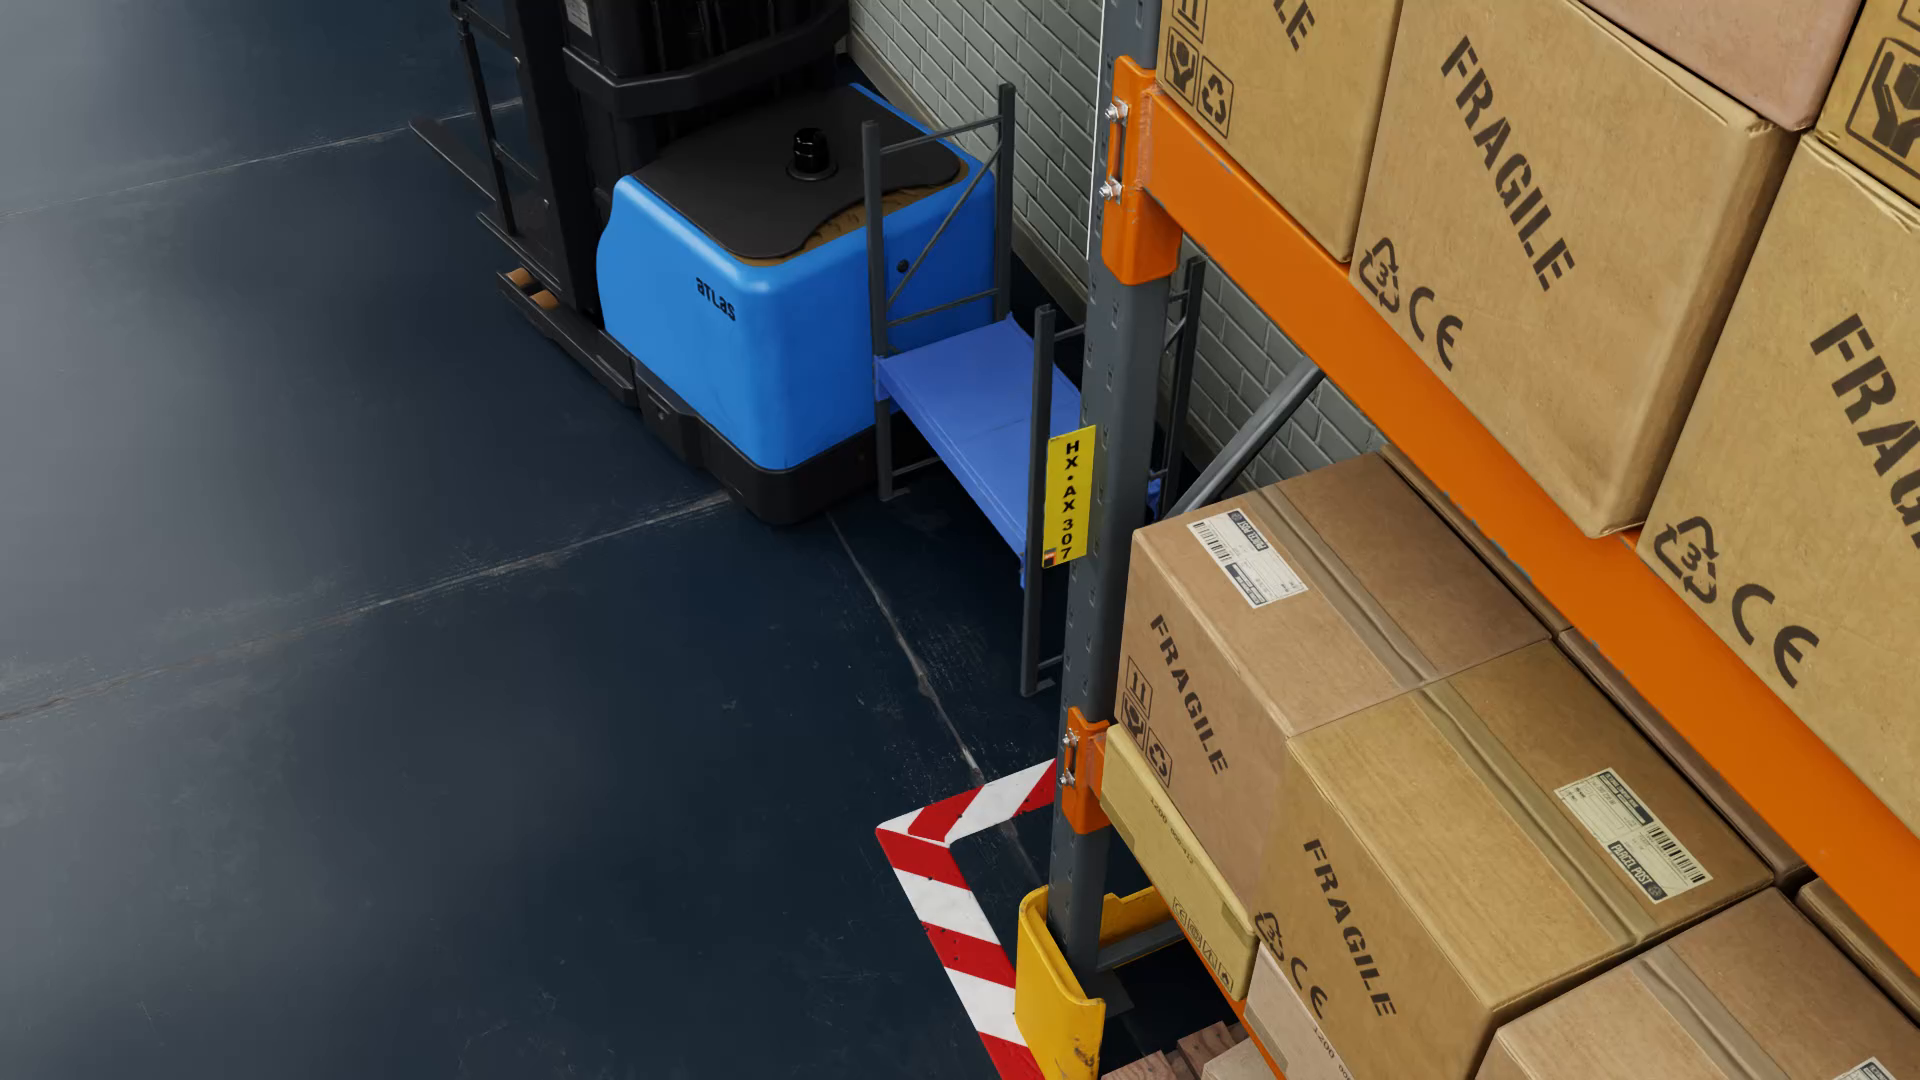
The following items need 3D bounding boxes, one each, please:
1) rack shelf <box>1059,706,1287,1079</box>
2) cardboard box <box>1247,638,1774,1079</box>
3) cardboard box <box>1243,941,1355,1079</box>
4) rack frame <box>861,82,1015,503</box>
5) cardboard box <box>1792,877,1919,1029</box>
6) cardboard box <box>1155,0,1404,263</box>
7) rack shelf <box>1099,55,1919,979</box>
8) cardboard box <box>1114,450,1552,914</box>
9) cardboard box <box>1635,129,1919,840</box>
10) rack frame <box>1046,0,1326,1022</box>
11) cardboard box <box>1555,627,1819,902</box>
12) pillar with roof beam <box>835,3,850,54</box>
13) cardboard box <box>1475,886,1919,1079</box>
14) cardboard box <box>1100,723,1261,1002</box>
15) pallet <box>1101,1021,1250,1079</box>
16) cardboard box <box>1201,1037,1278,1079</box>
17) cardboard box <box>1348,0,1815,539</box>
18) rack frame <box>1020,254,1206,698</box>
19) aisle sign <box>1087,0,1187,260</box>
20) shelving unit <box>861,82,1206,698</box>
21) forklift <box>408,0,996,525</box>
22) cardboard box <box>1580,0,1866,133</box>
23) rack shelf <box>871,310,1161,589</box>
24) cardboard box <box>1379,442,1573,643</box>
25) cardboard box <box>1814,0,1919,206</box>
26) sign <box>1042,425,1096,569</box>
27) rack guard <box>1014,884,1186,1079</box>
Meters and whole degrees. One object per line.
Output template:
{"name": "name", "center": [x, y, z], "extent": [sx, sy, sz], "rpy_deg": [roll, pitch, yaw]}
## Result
{"name": "rack shelf", "center": [1.536, 1.602, 2.503], "extent": [1.077, 0.370, 4.000], "rpy_deg": [-18, 47, -17]}
{"name": "cardboard box", "center": [0.822, 0.562, 2.604], "extent": [0.500, 0.500, 0.500], "rpy_deg": [-18, 47, -17]}
{"name": "cardboard box", "center": [0.844, 0.849, 2.846], "extent": [0.500, 0.250, 0.500], "rpy_deg": [-19, 48, -19]}
{"name": "rack frame", "center": [-0.061, -0.757, 5.449], "extent": [0.500, 1.500, 0.032], "rpy_deg": [-21, 48, -20]}
{"name": "cardboard box", "center": [1.510, 0.740, 2.423], "extent": [0.500, 0.500, 0.500], "rpy_deg": [-19, 48, -18]}
{"name": "cardboard box", "center": [0.609, -0.752, 2.155], "extent": [0.500, 0.500, 0.500], "rpy_deg": [-17, 47, -16]}
{"name": "rack shelf", "center": [1.536, 0.534, 1.449], "extent": [1.077, 0.370, 4.000], "rpy_deg": [-18, 47, -17]}
{"name": "cardboard box", "center": [0.623, 0.244, 2.926], "extent": [0.500, 0.500, 0.500], "rpy_deg": [-18, 47, -17]}
{"name": "cardboard box", "center": [1.024, -0.070, 1.464], "extent": [0.500, 0.500, 0.500], "rpy_deg": [-16, 47, -16]}
{"name": "rack frame", "center": [0.695, 0.072, 3.542], "extent": [1.000, 3.000, 0.127], "rpy_deg": [-18, 47, -17]}
{"name": "cardboard box", "center": [1.289, 0.412, 2.755], "extent": [0.500, 0.500, 0.500], "rpy_deg": [-17, 47, -17]}
{"name": "pillar with roof beam", "center": [-4.654, -4.426, 3.828], "extent": [9.100, 9.000, 0.400], "rpy_deg": [-18, 47, -17]}
{"name": "cardboard box", "center": [1.034, 0.893, 2.268], "extent": [0.500, 0.500, 0.500], "rpy_deg": [-20, 48, -19]}
{"name": "cardboard box", "center": [0.612, 0.523, 3.177], "extent": [0.500, 0.250, 0.500], "rpy_deg": [-19, 48, -19]}
{"name": "pallet", "center": [1.037, 1.641, 3.937], "extent": [1.003, 0.211, 1.213], "rpy_deg": [-18, 47, -17]}
{"name": "cardboard box", "center": [0.905, 1.339, 3.858], "extent": [0.500, 0.311, 0.500], "rpy_deg": [-23, 49, -22]}
{"name": "cardboard box", "center": [0.803, -0.399, 1.798], "extent": [0.500, 0.500, 0.500], "rpy_deg": [-15, 47, -15]}
{"name": "rack frame", "center": [0.418, -0.127, 4.810], "extent": [0.500, 1.500, 0.032], "rpy_deg": [-21, 48, -20]}
{"name": "aisle sign", "center": [0.393, -0.811, 2.585], "extent": [0.394, 0.787, 0.004], "rpy_deg": [-18, 47, -17]}
{"name": "shelving unit", "center": [0.179, -0.442, 5.130], "extent": [0.538, 1.500, 1.048], "rpy_deg": [-21, 48, -20]}
{"name": "forklift", "center": [-1.196, -2.065, 5.756], "extent": [1.130, 2.935, 3.031], "rpy_deg": [-30, 52, -27]}
{"name": "cardboard box", "center": [0.802, -0.743, 1.434], "extent": [0.500, 0.500, 0.500], "rpy_deg": [-19, 48, -18]}
{"name": "rack shelf", "center": [0.179, -0.314, 5.256], "extent": [0.538, 0.185, 1.000], "rpy_deg": [-21, 48, -20]}
{"name": "cardboard box", "center": [1.086, 0.088, 3.083], "extent": [0.500, 0.500, 0.500], "rpy_deg": [-19, 48, -18]}
{"name": "cardboard box", "center": [1.028, -0.420, 1.107], "extent": [0.500, 0.500, 0.500], "rpy_deg": [-17, 47, -16]}
{"name": "sign", "center": [0.203, -0.076, 3.075], "extent": [0.100, 0.325, 0.005], "rpy_deg": [-18, 47, -17]}
{"name": "rack guard", "center": [0.727, 1.010, 4.371], "extent": [1.175, 0.500, 0.348], "rpy_deg": [-18, 47, -17]}
